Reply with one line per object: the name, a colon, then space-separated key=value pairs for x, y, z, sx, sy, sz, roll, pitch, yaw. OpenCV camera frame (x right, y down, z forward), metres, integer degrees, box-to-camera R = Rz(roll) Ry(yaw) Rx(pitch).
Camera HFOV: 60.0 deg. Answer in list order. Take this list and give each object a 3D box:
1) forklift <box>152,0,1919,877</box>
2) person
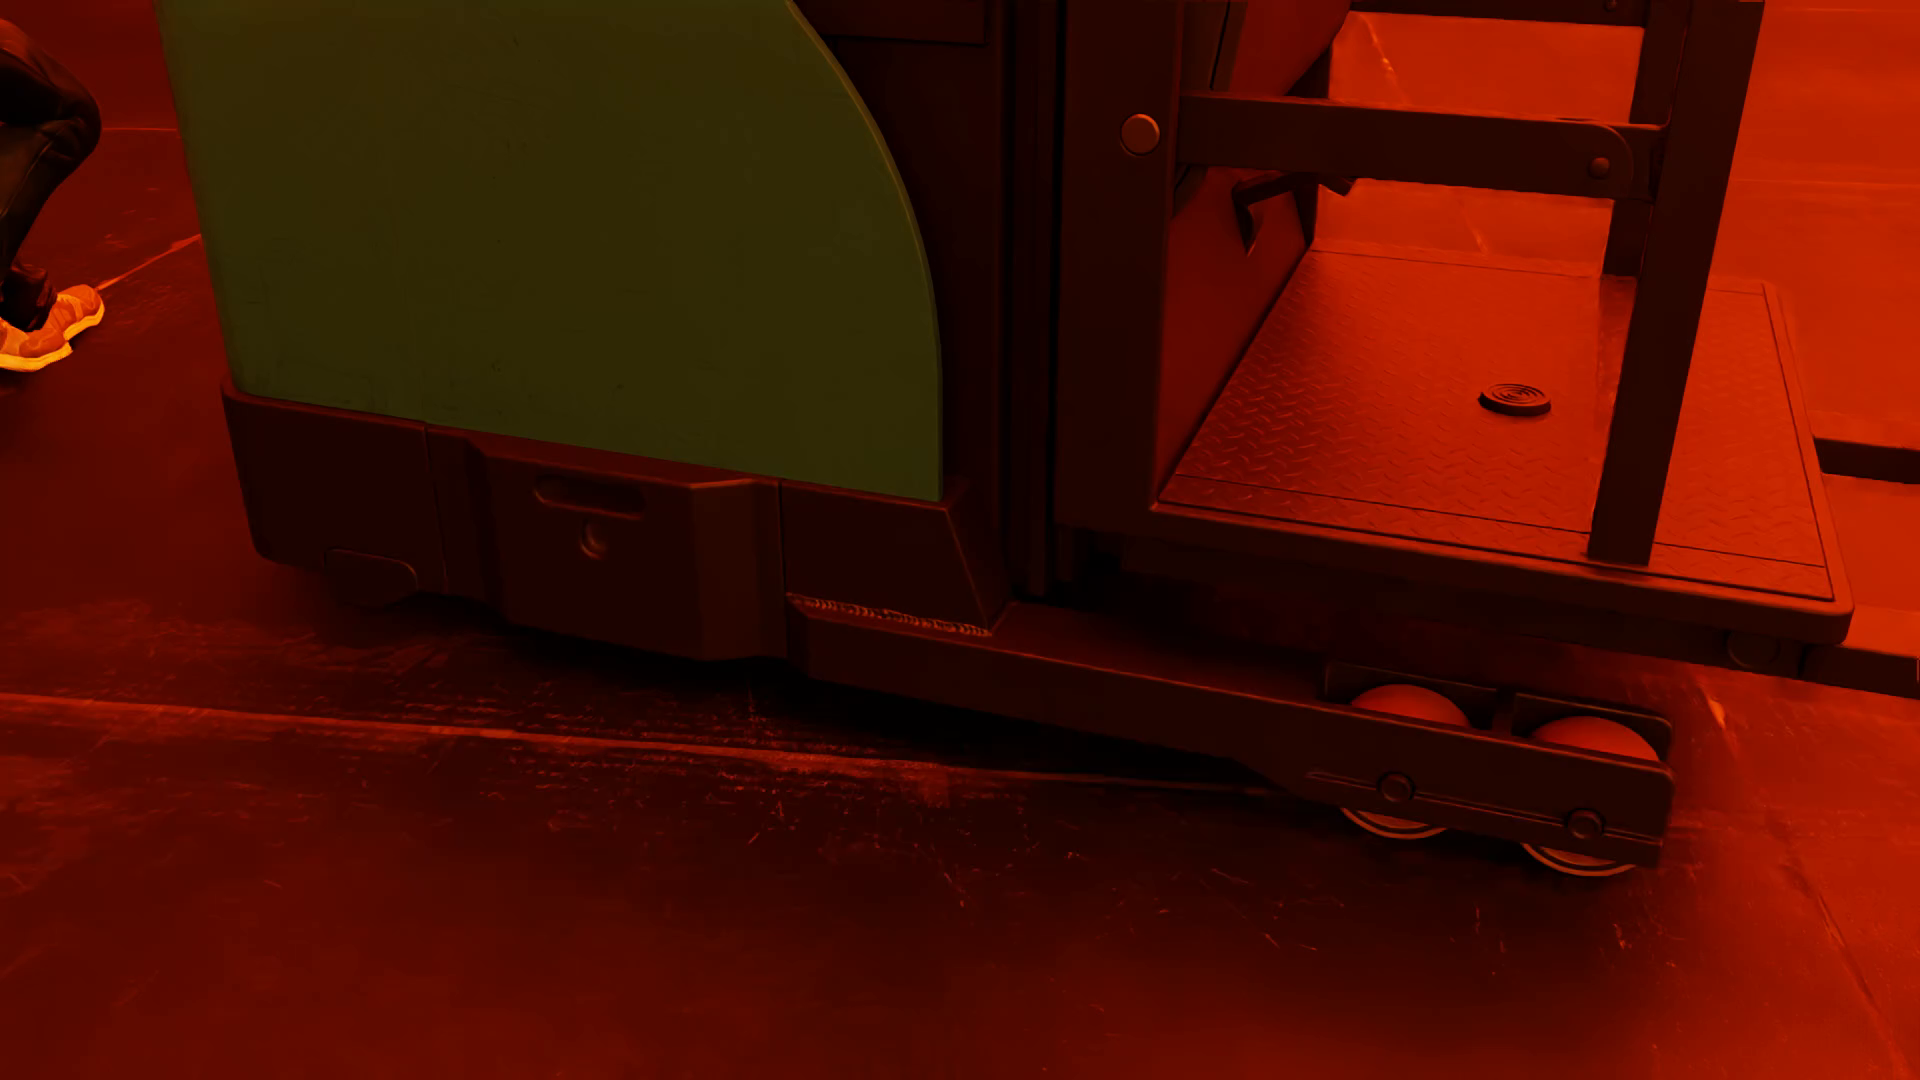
forklift: x=0.575 y=-1.220 z=1.663 sx=3.031 sy=2.935 sz=1.130 roll=9 pitch=28 yaw=18
person: x=-1.692 y=-0.931 z=2.696 sx=0.891 sy=1.473 sz=0.727 roll=10 pitch=28 yaw=19
